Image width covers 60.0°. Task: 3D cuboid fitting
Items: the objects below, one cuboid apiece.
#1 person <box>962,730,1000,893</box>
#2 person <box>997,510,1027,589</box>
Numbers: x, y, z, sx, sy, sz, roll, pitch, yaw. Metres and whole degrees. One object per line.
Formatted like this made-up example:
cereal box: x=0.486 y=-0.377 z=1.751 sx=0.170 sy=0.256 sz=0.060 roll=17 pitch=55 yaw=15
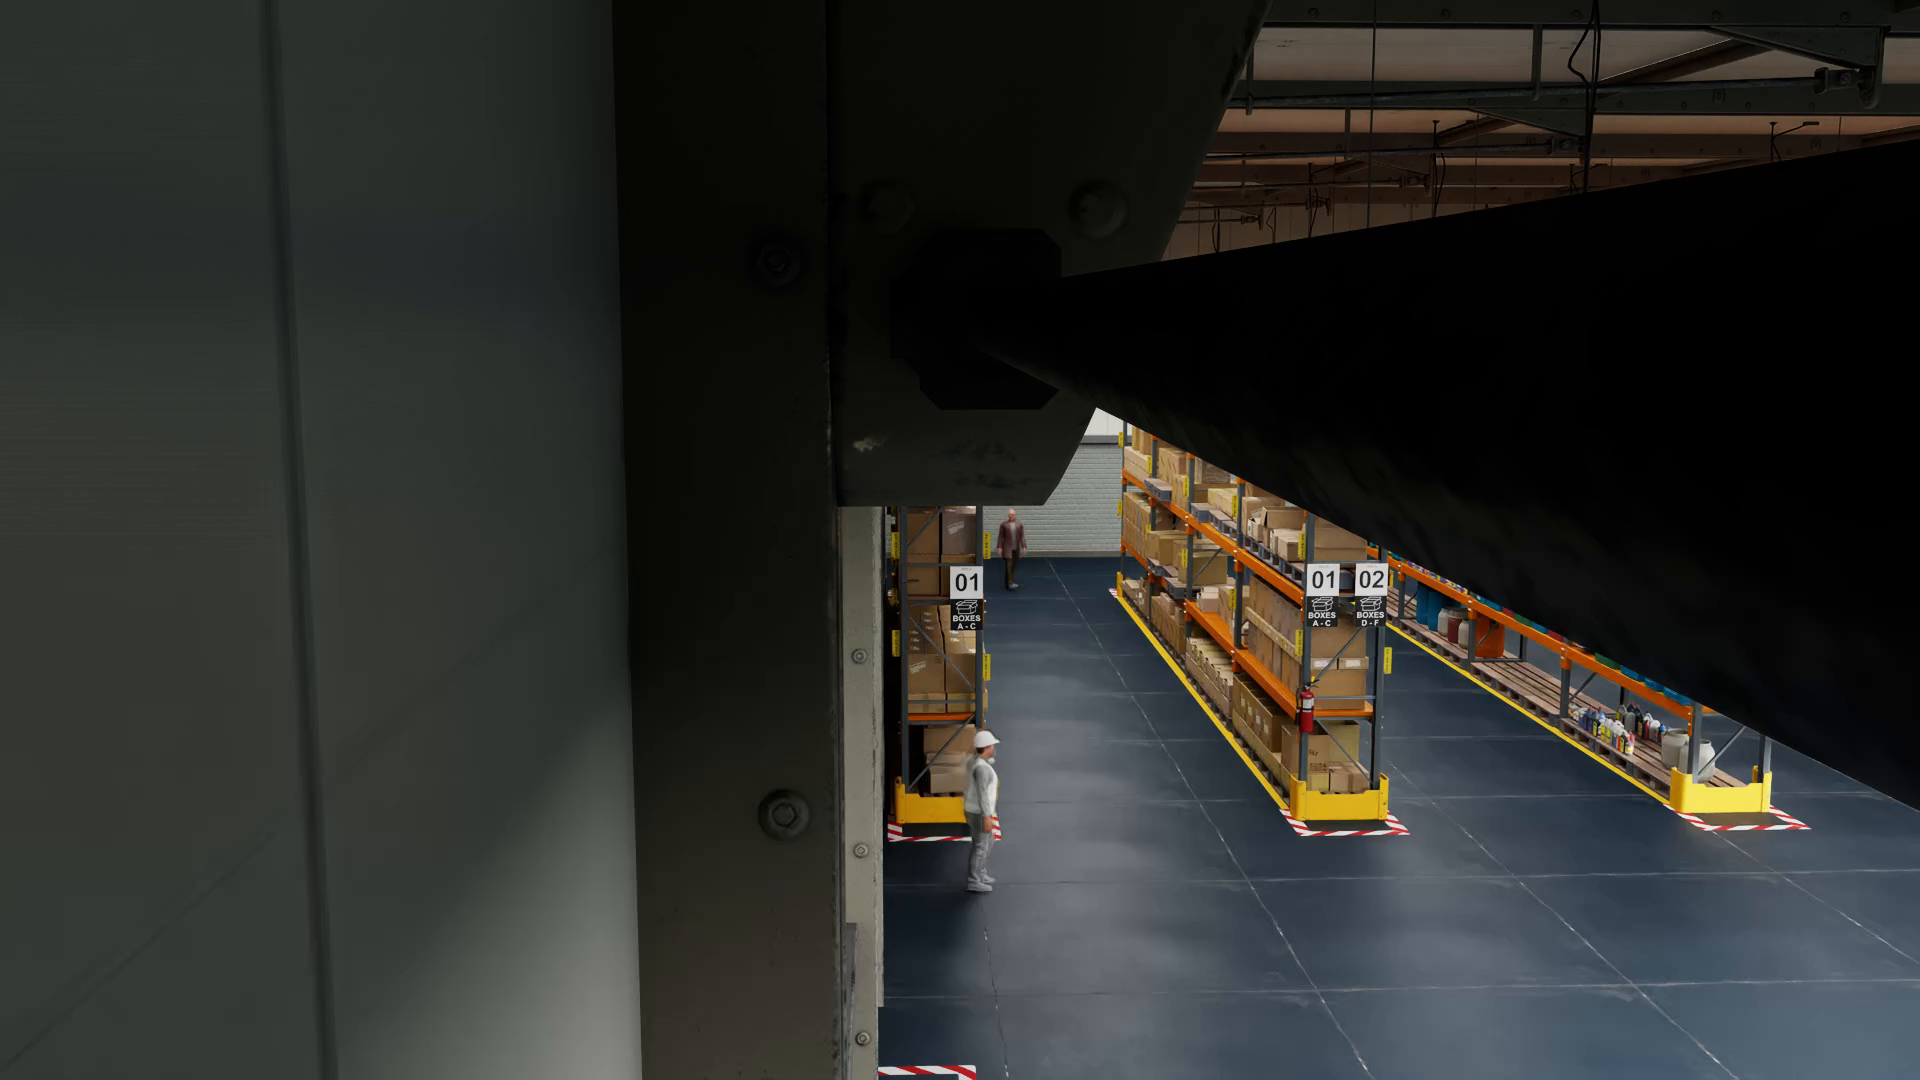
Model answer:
person: x=0.233 y=2.953 z=18.051 sx=0.409 sy=1.791 sz=0.638 roll=-1 pitch=8 yaw=-6
person: x=1.222 y=0.217 z=37.356 sx=0.620 sy=1.779 sz=0.705 roll=-5 pitch=10 yaw=-32
